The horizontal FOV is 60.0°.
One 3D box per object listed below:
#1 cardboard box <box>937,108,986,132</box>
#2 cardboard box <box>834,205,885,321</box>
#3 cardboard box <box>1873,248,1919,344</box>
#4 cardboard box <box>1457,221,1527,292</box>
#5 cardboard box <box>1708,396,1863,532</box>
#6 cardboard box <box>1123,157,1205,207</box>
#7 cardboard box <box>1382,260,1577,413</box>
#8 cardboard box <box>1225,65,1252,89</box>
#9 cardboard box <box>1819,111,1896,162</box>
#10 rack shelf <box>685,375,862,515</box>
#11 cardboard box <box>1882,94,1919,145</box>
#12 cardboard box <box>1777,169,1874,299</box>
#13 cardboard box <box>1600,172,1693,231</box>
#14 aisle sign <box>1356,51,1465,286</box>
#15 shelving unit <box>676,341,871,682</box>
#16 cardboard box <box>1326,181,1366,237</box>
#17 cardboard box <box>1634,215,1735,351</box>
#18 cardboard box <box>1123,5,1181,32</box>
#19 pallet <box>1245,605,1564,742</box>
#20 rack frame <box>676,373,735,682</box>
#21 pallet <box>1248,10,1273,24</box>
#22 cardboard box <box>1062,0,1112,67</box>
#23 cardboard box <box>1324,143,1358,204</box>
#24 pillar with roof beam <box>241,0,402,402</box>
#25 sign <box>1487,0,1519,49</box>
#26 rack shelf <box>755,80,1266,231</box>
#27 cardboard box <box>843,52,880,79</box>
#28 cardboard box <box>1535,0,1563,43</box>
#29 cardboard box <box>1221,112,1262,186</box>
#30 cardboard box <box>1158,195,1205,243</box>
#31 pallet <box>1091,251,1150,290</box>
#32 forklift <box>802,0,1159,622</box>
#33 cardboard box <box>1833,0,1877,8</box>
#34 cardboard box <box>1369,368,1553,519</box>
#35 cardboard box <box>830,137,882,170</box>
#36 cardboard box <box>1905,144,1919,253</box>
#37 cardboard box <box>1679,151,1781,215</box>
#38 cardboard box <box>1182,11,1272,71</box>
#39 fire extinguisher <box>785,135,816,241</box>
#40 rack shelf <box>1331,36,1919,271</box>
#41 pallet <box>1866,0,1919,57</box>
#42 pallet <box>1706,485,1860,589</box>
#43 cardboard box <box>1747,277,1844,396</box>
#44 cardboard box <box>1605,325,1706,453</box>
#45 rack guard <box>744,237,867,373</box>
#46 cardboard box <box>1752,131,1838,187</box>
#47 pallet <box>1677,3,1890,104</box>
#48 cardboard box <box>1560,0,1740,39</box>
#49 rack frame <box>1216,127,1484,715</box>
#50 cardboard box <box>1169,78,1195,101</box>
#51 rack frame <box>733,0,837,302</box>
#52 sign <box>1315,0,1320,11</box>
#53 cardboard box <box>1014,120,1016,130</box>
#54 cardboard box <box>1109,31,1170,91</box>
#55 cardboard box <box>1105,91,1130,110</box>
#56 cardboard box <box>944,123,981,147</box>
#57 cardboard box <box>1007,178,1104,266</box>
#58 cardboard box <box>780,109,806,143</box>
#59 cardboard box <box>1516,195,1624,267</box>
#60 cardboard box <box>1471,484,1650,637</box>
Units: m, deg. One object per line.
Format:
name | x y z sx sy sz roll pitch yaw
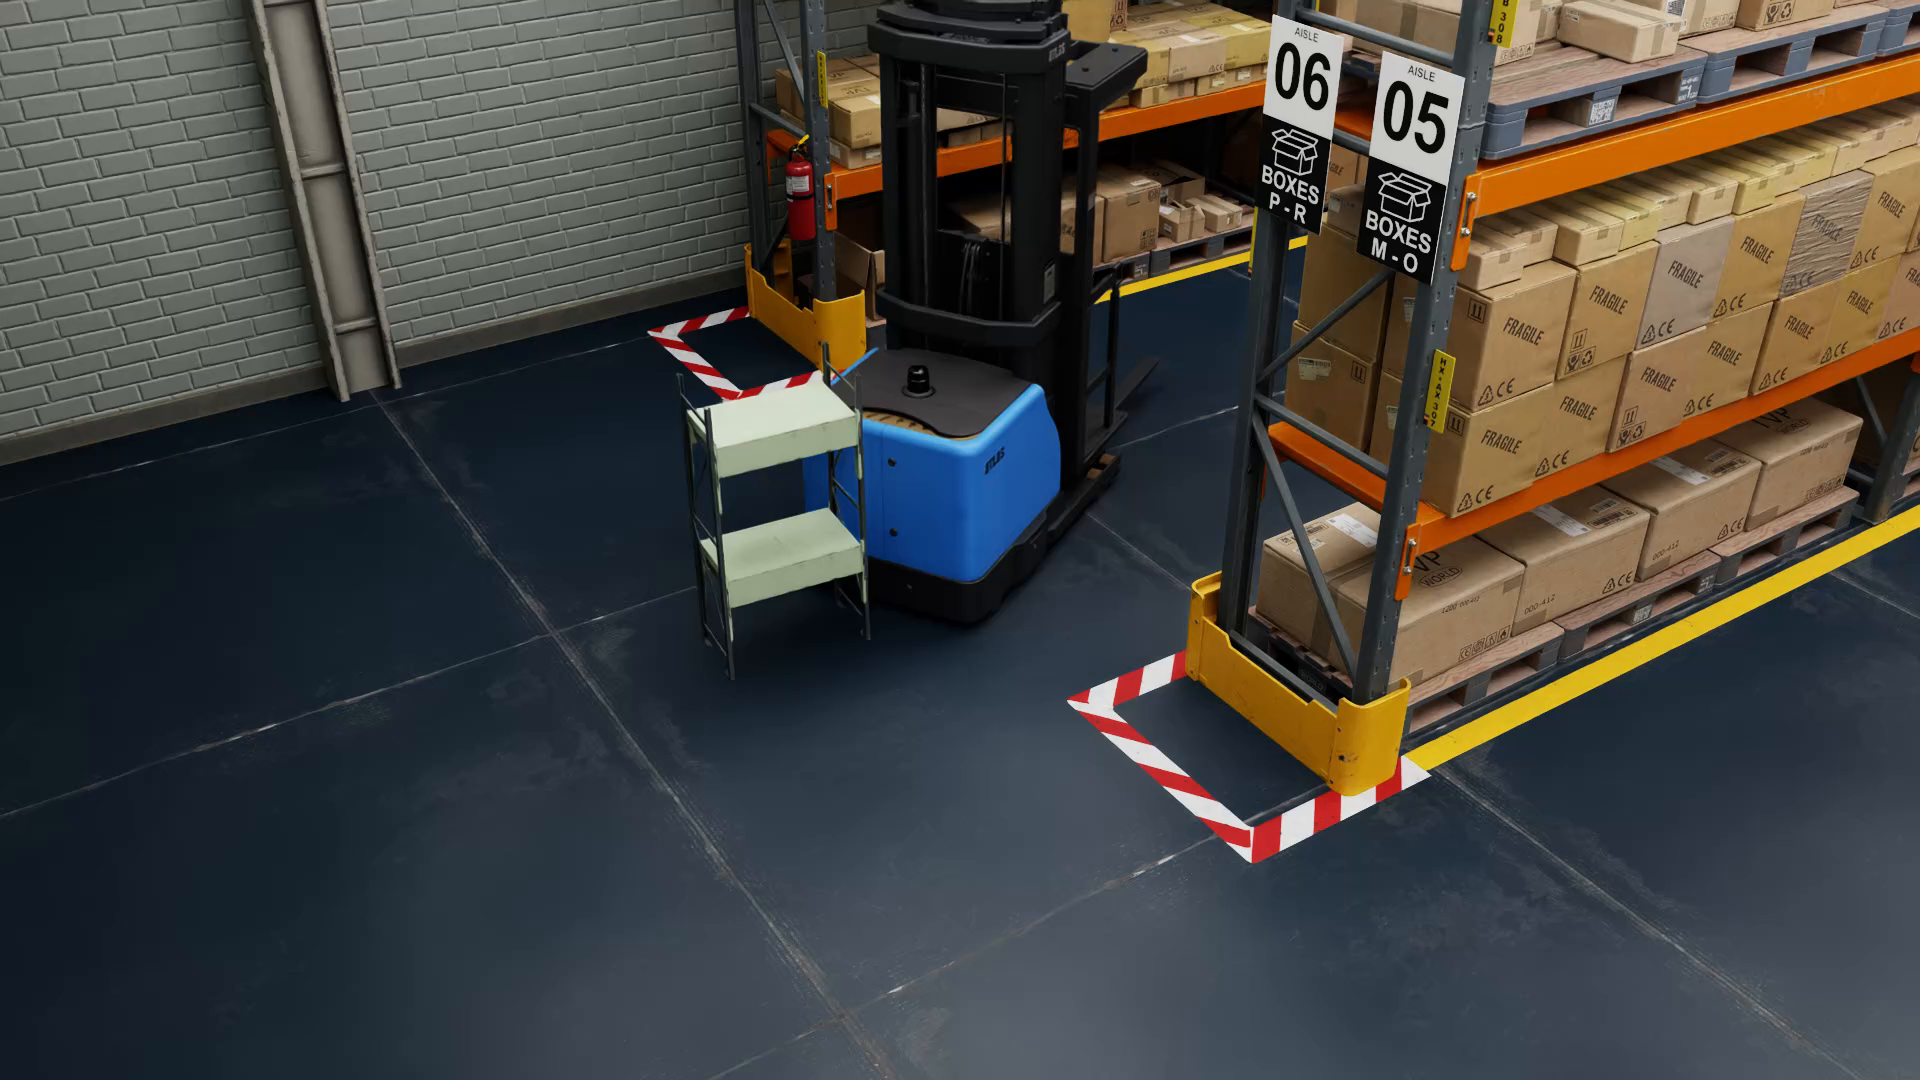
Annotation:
cardboard box | -0.174 -2.870 10.851 0.500 0.250 0.500 -19 37 -27
cardboard box | -0.560 -1.908 11.409 0.637 0.503 0.797 -21 38 -29
cardboard box | 4.678 -1.377 8.528 0.500 0.500 0.500 -19 37 -27
cardboard box | 2.015 -1.145 6.615 0.250 0.149 0.380 -18 37 -26
cardboard box | 4.343 -0.544 9.309 0.875 0.438 0.875 -20 37 -28
cardboard box | 1.553 -2.764 12.946 0.500 0.311 0.500 -18 36 -26
cardboard box | 2.125 -0.903 6.840 0.500 0.500 0.500 -20 37 -28
cardboard box | 1.898 -3.412 12.082 0.250 0.149 0.380 -18 36 -26
cardboard box | 4.144 -1.915 7.835 0.250 0.149 0.380 -19 37 -28
rack shelf | -0.881 -0.458 7.838 0.720 0.370 0.431 -16 35 -23
cardboard box | 4.562 -2.064 8.071 0.250 0.149 0.380 -18 36 -26
cardboard box | 3.829 -1.494 7.776 0.500 0.500 0.500 -18 37 -27
cardboard box | 2.881 -1.460 7.115 0.250 0.149 0.380 -19 37 -27
aisle sign | 1.664 -1.376 6.183 0.004 0.787 0.394 -19 37 -27
shelving unit | -0.881 -0.128 8.046 0.755 1.500 0.431 -16 35 -23
cardboard box | 1.760 -1.360 6.956 0.250 0.149 0.380 -18 37 -27
cardboard box | 2.984 -1.208 7.323 0.500 0.500 0.500 -19 37 -28
cardboard box | 1.256 -3.700 12.166 0.500 0.250 0.500 -19 37 -28
pallet | 2.197 0.486 8.282 1.213 0.211 1.003 -19 37 -27
rack frame | -1.205 -0.037 7.903 0.023 1.500 0.400 -16 35 -23
pallet | 2.967 -3.909 12.815 1.213 0.211 1.003 -19 37 -27
cardboard box | 0.663 -3.476 11.107 0.500 0.500 0.500 -18 36 -26
cardboard box | 2.765 -2.968 13.092 0.500 0.500 0.500 -17 36 -25
pillar with roof beam | -1.547 -2.884 5.387 0.400 9.000 9.100 -19 37 -27
sign | 1.863 -1.848 5.664 0.005 0.325 0.100 -19 37 -27
rack shelf | 0.556 -2.926 11.751 4.000 0.370 1.077 -19 37 -27
cardboard box | -0.448 -3.115 11.238 0.500 0.250 0.500 -19 37 -27
cardboard box | 2.206 -2.137 6.763 0.250 0.149 0.380 -22 38 -31
cardboard box | 2.489 -3.203 13.466 0.500 0.500 0.500 -19 37 -27
cardboard box | 1.627 -2.434 12.465 0.258 0.266 0.396 -18 36 -26
pallet | 0.632 -2.076 12.343 1.213 0.211 1.003 -19 37 -27
forklift | 0.297 -1.587 9.018 1.130 2.935 3.031 15 35 23
cardboard box | 3.813 -2.711 7.341 0.637 0.503 0.797 -16 36 -24
cardboard box | 2.126 -0.479 7.105 0.500 0.500 0.500 -19 37 -28
cardboard box | -0.700 -2.518 10.665 0.250 0.149 0.380 -19 37 -28
cardboard box | 4.682 -1.788 8.243 0.500 0.500 0.500 -19 37 -28
cardboard box | 3.342 -1.575 7.296 0.250 0.149 0.380 -20 37 -28
cardboard box | 1.941 -3.614 12.029 0.500 0.250 0.500 -18 36 -26
fire extinguisher | -0.999 -2.212 10.367 0.183 0.674 0.296 -19 37 -27
rack shelf | 3.248 -1.970 7.424 4.000 0.370 1.077 -19 37 -27
pallet | 4.236 -2.583 7.805 1.213 0.211 1.003 -19 37 -27
pallet | 4.248 -0.219 9.400 1.213 0.211 1.003 -19 37 -27
cardboard box | 3.834 -1.074 8.047 0.500 0.500 0.500 -20 37 -28
cardboard box | 2.973 -0.777 7.577 0.500 0.500 0.500 -19 37 -28
rack guard | -1.062 -1.617 11.344 0.348 0.500 1.175 -19 37 -27
cardboard box | 3.734 -1.750 7.574 0.250 0.149 0.380 -20 37 -28
pallet | 3.211 -2.232 7.249 1.213 0.211 1.003 -19 37 -27
cardboard box | 2.852 -2.288 6.851 0.500 0.311 0.500 -18 37 -26
rack frame | 1.567 -0.427 7.116 0.127 3.000 1.000 -19 37 -27
cardboard box | 1.458 -3.262 11.845 0.250 0.149 0.380 -18 36 -26
rack frame | -1.125 -2.652 10.643 0.127 3.000 1.000 -19 37 -27
sign | 2.537 -3.933 11.862 0.005 0.325 0.100 -19 37 -27
cardboard box | 0.409 -2.868 11.220 0.250 0.149 0.380 -20 37 -29
cardboard box | 1.101 -3.324 11.570 0.500 0.250 0.500 -19 37 -28
cardboard box | 0.981 -3.151 11.669 0.250 0.149 0.380 -18 37 -27
cardboard box | -0.064 -2.749 11.032 0.250 0.149 0.380 -18 36 -26
cardboard box | 0.678 -2.244 11.946 0.500 0.500 0.500 -18 37 -26
cardboard box | -0.992 -2.762 11.052 0.250 0.149 0.380 -19 37 -28
cardboard box | 2.478 -1.277 6.823 0.250 0.149 0.380 -18 36 -26
cardboard box | 2.832 -0.025 8.486 0.875 0.438 0.875 -18 36 -26
